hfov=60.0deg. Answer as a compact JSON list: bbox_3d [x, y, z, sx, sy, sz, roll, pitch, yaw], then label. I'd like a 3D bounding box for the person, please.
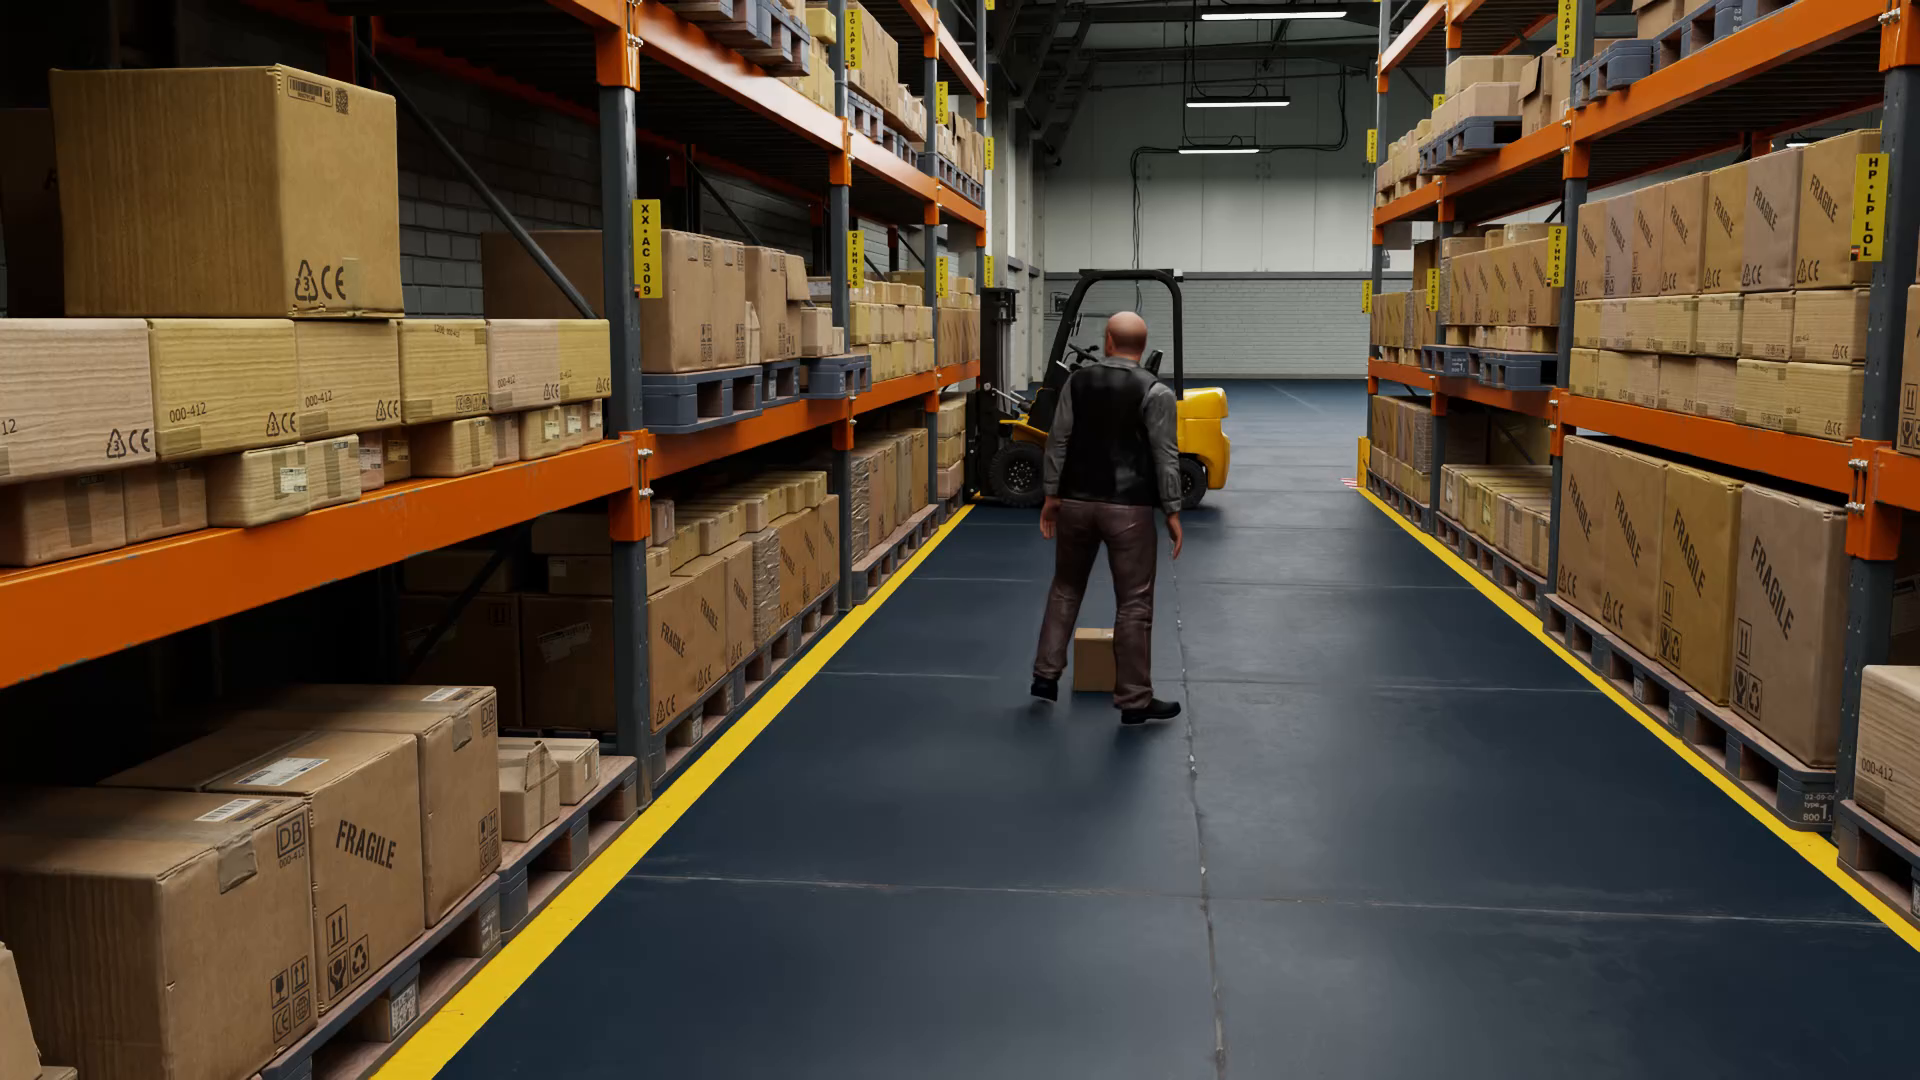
[{"bbox_3d":[0.605,-0.107,7.104,0.719,1.723,0.375,5,9,34],"label":"person"}]
